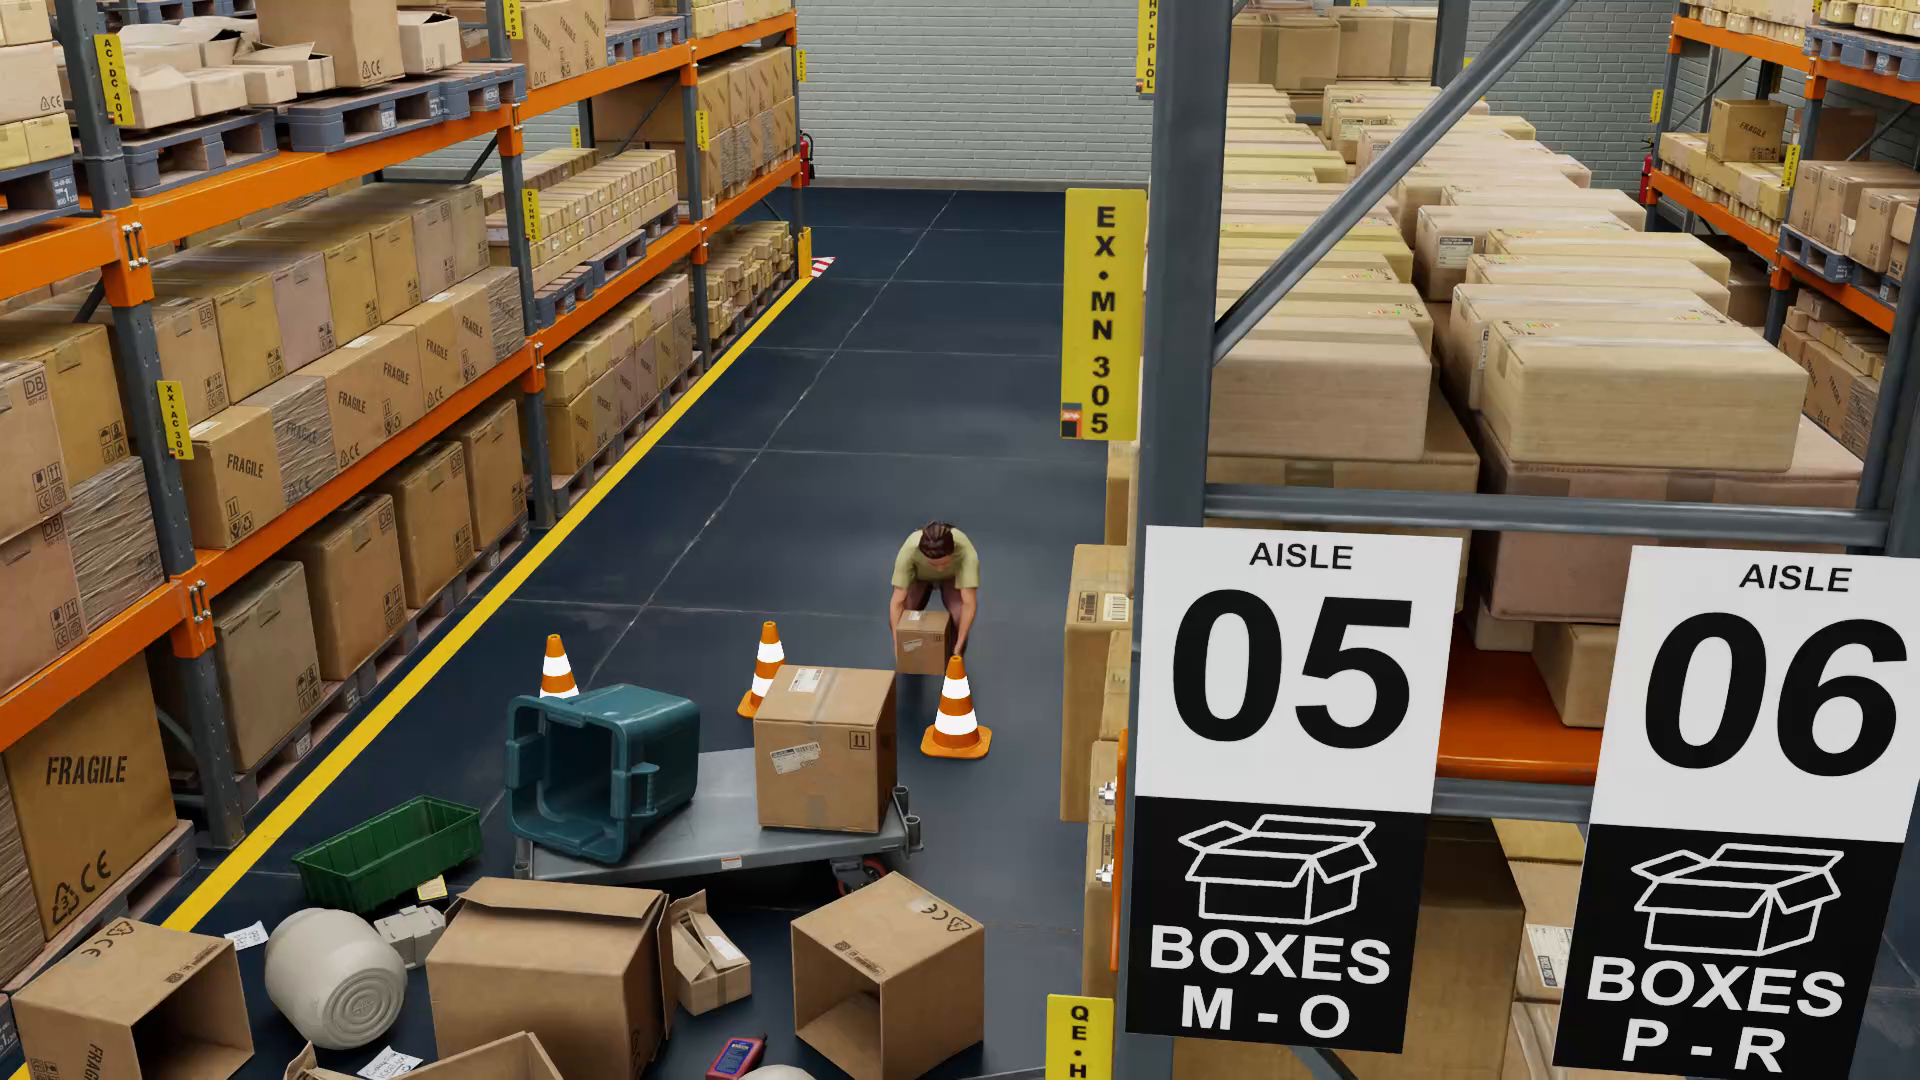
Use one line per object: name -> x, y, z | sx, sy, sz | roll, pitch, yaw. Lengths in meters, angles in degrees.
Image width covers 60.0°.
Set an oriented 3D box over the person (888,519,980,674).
person -> -0.125, 0.273, 8.900 | 0.493, 0.943, 0.801 | 2, 21, 6
